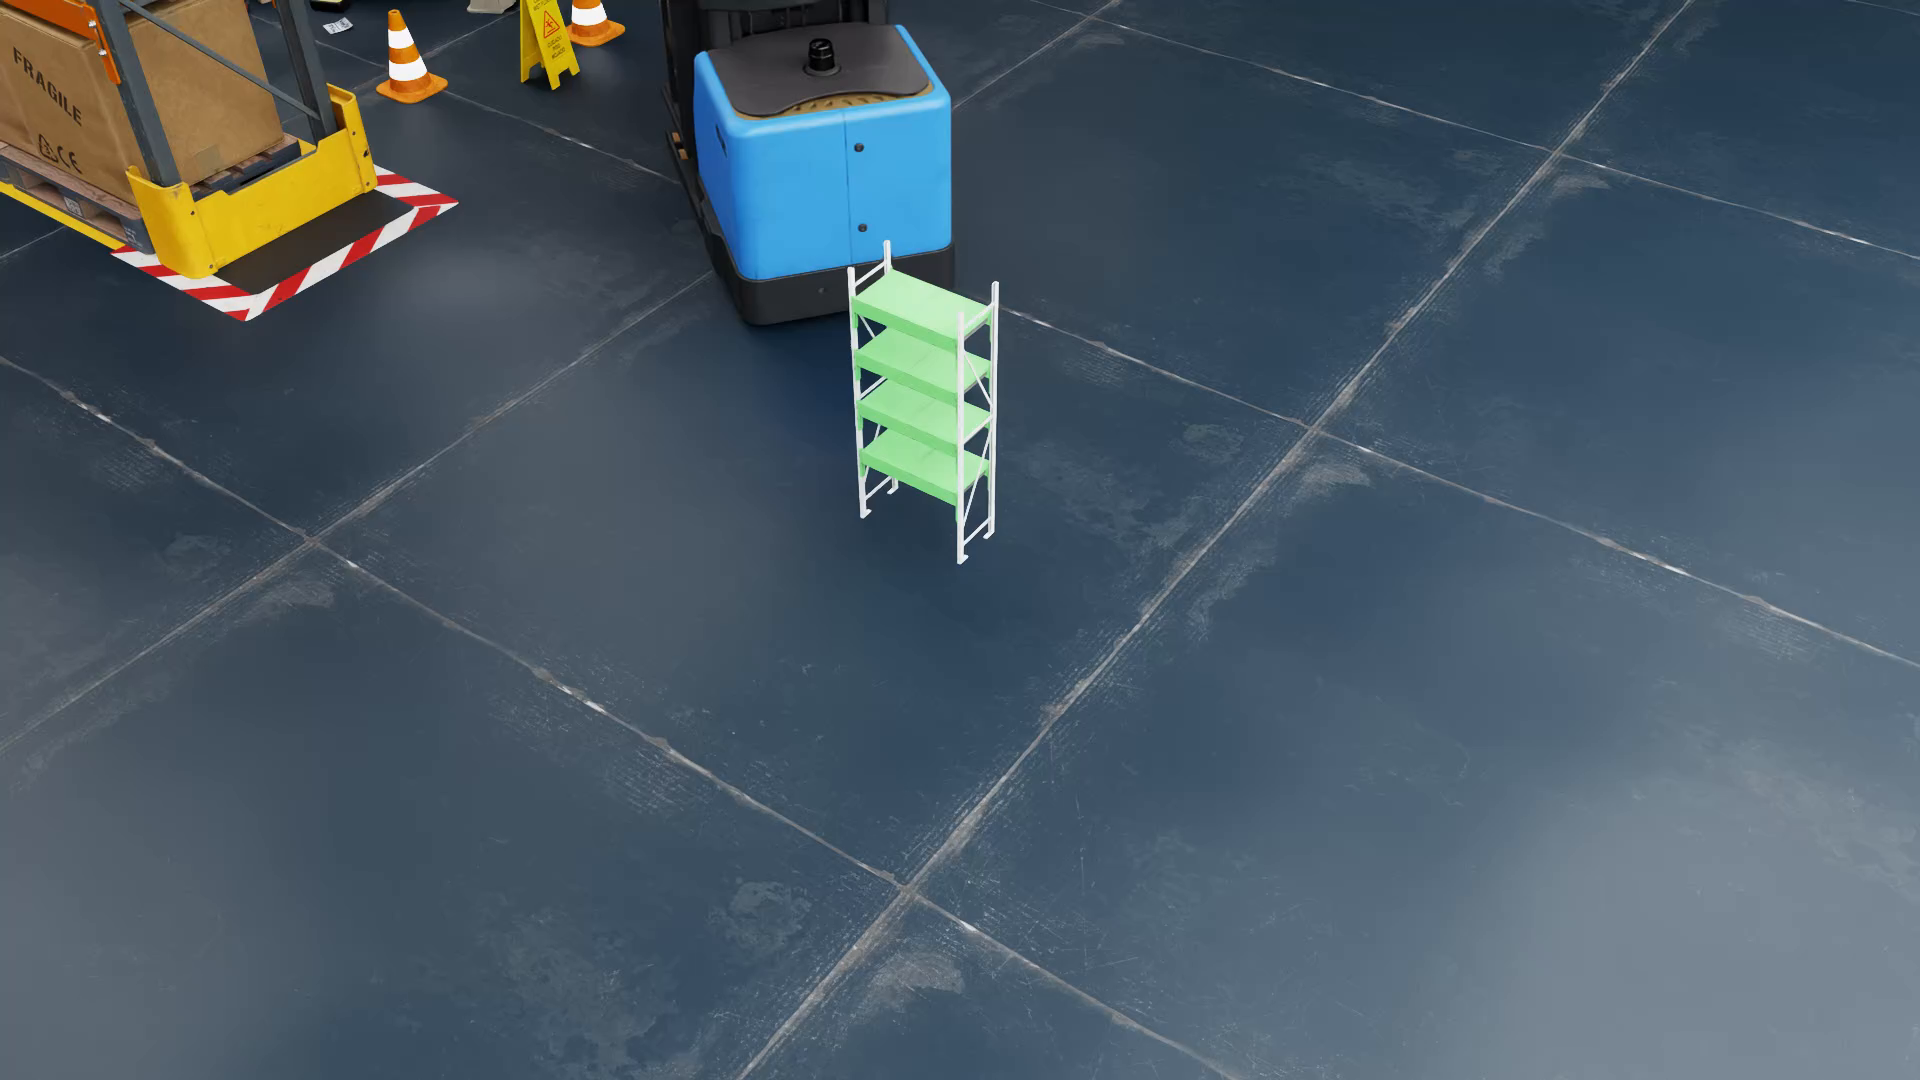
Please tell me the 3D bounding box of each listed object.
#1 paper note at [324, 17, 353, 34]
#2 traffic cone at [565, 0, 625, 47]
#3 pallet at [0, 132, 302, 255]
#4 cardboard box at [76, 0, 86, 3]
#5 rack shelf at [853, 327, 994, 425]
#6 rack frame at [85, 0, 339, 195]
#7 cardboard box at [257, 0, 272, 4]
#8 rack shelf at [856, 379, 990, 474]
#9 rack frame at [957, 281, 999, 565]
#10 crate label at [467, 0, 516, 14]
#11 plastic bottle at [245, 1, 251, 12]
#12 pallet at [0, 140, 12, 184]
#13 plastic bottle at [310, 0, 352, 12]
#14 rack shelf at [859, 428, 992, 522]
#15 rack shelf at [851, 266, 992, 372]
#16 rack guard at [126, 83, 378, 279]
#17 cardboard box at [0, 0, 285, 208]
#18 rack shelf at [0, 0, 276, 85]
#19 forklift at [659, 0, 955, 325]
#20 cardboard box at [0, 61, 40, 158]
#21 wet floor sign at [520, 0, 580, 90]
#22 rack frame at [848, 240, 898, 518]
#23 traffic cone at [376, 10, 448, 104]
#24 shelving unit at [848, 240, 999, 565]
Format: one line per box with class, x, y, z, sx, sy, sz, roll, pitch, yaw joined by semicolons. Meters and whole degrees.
paper note;-3.849;-3.182;10.284;0.144;0.017;0.142;-25;48;-25
traffic cone;-2.266;-3.298;10.088;0.334;0.463;0.336;25;48;25
pallet;-4.273;-2.002;8.829;1.213;0.211;1.003;25;48;25
cardboard box;-3.904;-2.951;7.686;0.550;0.550;0.875;25;48;25
rack shelf;-0.136;-0.642;6.303;0.480;0.148;0.258;25;48;25
rack frame;-3.574;-2.778;7.605;0.127;3.000;1.000;25;48;25
cardboard box;-4.384;-3.638;10.616;0.396;0.266;0.258;-34;52;-32
rack shelf;-0.136;-0.463;6.463;0.480;0.148;0.258;25;48;25
rack frame;0.064;-0.417;6.316;0.015;1.200;0.240;25;48;25
crate label;-2.945;-3.443;10.495;0.298;0.136;0.250;3;42;4
plastic bottle;-4.557;-3.302;10.394;0.133;0.061;0.283;10;43;11
pallet;-5.268;-2.469;9.351;1.213;0.211;1.003;25;48;25
plastic bottle;-4.007;-3.401;10.505;0.283;0.061;0.133;10;43;11
rack shelf;-0.136;-0.284;6.623;0.480;0.148;0.258;25;48;25
rack shelf;-0.136;-0.821;6.143;0.480;0.148;0.258;25;48;25
rack guard;-3.554;-1.837;8.428;0.348;0.500;1.175;25;48;25
cardboard box;-4.167;-2.366;8.423;0.875;0.875;0.875;25;48;26
rack shelf;-5.211;-3.275;8.700;4.000;0.370;1.077;25;48;25
forklift;-0.957;-3.091;8.007;1.130;2.935;3.031;-12;43;-13
cardboard box;-4.888;-2.702;8.798;0.875;0.875;0.875;24;47;25
wet floor sign;-2.413;-2.970;9.585;0.232;0.644;0.267;17;45;18
rack frame;-0.335;-0.604;6.525;0.015;1.200;0.240;25;48;25
traffic cone;-3.193;-2.811;9.544;0.334;0.463;0.336;25;48;25
shelving unit;-0.136;-0.511;6.421;0.503;1.200;0.258;25;48;25
